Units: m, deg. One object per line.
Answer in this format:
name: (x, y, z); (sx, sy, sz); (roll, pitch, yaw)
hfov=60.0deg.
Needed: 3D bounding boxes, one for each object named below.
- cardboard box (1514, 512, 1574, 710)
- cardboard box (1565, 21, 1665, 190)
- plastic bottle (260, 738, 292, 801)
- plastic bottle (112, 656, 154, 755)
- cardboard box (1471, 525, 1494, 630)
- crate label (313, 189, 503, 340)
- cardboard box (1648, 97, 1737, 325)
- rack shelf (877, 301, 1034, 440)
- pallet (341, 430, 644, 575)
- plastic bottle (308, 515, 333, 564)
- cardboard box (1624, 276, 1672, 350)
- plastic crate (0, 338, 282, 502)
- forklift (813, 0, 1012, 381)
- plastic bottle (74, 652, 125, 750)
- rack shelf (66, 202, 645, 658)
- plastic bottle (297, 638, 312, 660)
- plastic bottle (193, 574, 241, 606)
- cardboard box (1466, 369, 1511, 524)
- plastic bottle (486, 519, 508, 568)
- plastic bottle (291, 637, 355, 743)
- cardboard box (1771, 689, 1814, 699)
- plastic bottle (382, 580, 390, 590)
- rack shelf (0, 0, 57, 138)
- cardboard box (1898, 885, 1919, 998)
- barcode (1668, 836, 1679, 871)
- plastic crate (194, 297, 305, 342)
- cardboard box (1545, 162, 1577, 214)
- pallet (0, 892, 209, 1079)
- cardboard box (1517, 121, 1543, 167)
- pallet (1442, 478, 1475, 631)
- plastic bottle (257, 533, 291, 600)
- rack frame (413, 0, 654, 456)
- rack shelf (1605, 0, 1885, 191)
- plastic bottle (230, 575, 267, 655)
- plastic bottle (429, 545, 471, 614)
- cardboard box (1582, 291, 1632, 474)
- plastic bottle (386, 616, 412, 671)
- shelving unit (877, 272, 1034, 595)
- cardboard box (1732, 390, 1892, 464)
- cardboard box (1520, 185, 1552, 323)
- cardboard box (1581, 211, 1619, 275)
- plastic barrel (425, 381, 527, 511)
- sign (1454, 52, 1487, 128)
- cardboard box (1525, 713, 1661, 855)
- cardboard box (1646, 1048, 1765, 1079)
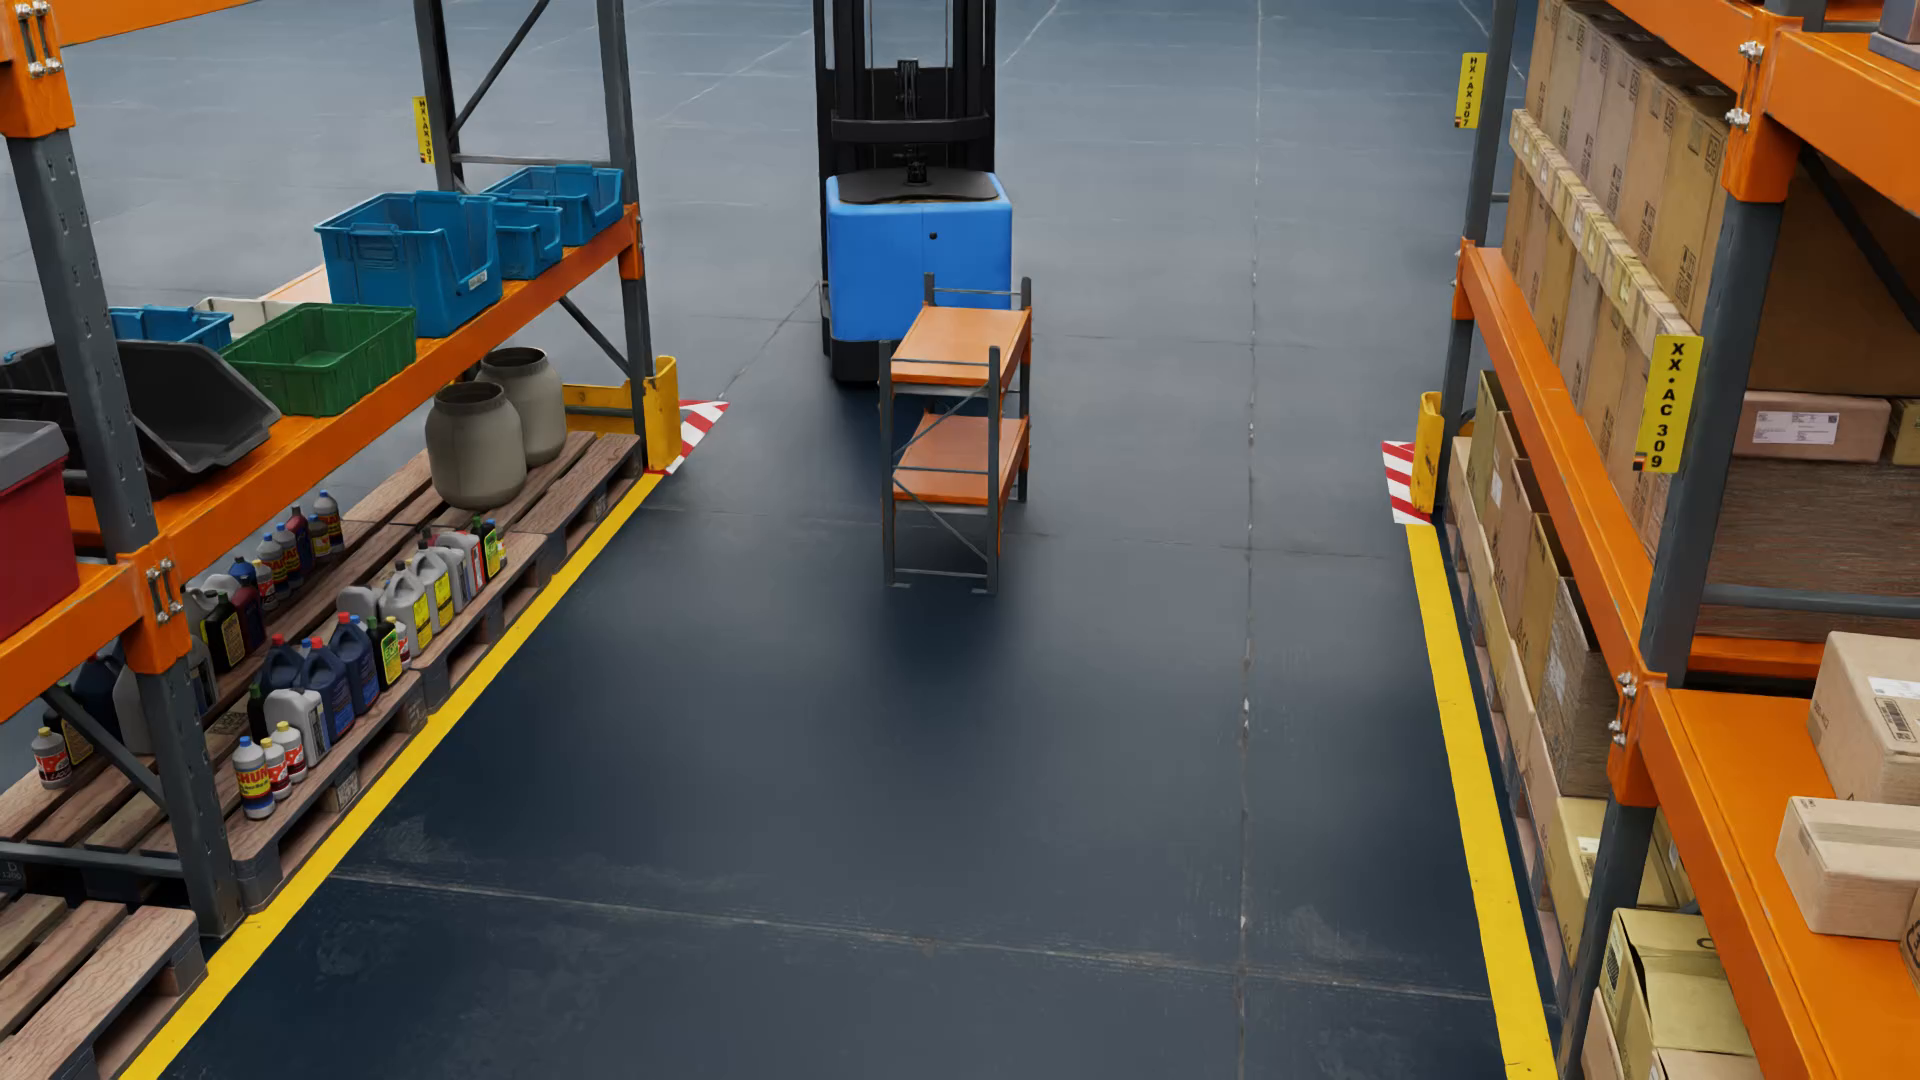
cardboard box: (2.174, 0.250, 5.542); (0.500, 0.500, 0.500); (4, 25, 9)
cardboard box: (2.536, -1.497, 5.762); (0.700, 0.500, 0.500); (4, 25, 9)
plastic bottle: (-2.243, 0.739, 5.415); (0.097, 0.201, 0.097); (0, 25, 0)
plastic bottle: (-2.781, 0.537, 5.670); (0.144, 0.351, 0.185); (4, 25, 9)
cardboard box: (2.329, 0.170, 6.596); (0.500, 0.250, 0.500); (4, 25, 9)
crate label: (-2.124, -1.084, 6.487); (0.502, 0.435, 0.616); (4, 25, 9)
cardboard box: (2.290, -0.870, 4.421); (0.700, 0.500, 0.500); (4, 25, 8)
rack shelf: (-0.001, -0.772, 7.381); (0.538, 0.278, 1.000); (4, 25, 9)
pallet: (-2.194, -0.220, 7.970); (1.003, 0.211, 1.213); (4, 25, 9)
plastic bottle: (-2.711, -0.009, 7.012); (0.097, 0.201, 0.097); (0, 25, 0)
cardboard box: (2.100, -0.630, 4.674); (0.380, 0.149, 0.250); (4, 25, 8)
plastic crate: (-2.533, -0.366, 5.067); (0.767, 0.338, 0.504); (4, 25, 9)
forklift: (-0.356, -2.827, 10.332); (1.130, 2.935, 3.031); (-2, 25, -5)
plastic bottle: (-2.923, 0.527, 5.691); (0.144, 0.351, 0.185); (3, 25, 7)
rack shelf: (-2.417, -0.695, 6.544); (1.077, 0.370, 4.000); (4, 25, 9)
plastic bottle: (-2.298, 0.475, 5.897); (0.097, 0.271, 0.097); (0, 25, 0)
plastic bottle: (-2.808, 0.278, 6.312); (0.152, 0.276, 0.135); (4, 25, 9)
cardboard box: (2.409, -0.379, 6.884); (0.500, 0.500, 0.500); (4, 25, 9)
plastic bottle: (-1.958, 0.010, 6.973); (0.097, 0.201, 0.097); (0, 25, 0)
plastic bottle: (-2.203, 0.508, 5.733); (0.144, 0.351, 0.185); (5, 25, 10)
cardboard box: (2.527, 0.704, 4.571); (0.500, 0.500, 0.500); (4, 25, 9)
plastic bottle: (-2.198, 0.251, 6.458); (0.097, 0.201, 0.097); (0, 25, 0)
rack shelf: (-3.071, -0.380, 2.334); (1.077, 0.370, 4.000); (4, 25, 9)
cardboard box: (1.914, 0.656, 2.693); (0.500, 0.500, 0.500); (6, 26, 12)
barcode: (1.690, 0.737, 3.935); (0.001, 0.075, 0.075); (4, 25, 9)
plastic crate: (-2.729, -0.761, 6.149); (0.530, 0.136, 0.437); (4, 25, 9)
cardboard box: (2.352, -1.270, 6.042); (0.380, 0.149, 0.250); (3, 25, 7)
pallet: (-2.834, 1.410, 4.488); (1.003, 0.211, 1.213); (4, 25, 9)
cardboard box: (2.479, -1.591, 6.729); (0.380, 0.149, 0.250); (3, 25, 7)
pallet: (2.712, 0.073, 7.344); (1.003, 0.211, 1.213); (4, 25, 9)
plastic bottle: (-2.766, 0.101, 6.694); (0.097, 0.271, 0.097); (0, 25, 0)
rack frame: (-2.090, -1.857, 8.179); (1.000, 3.000, 0.127); (4, 25, 9)
rack shelf: (2.469, -1.708, 5.172); (1.077, 0.370, 4.000); (4, 25, 9)
plastic bottle: (-2.703, 0.282, 6.295); (0.061, 0.283, 0.133); (4, 25, 9)
plastic bottle: (-2.049, 0.137, 6.612); (0.152, 0.276, 0.135); (3, 25, 7)
cardboard box: (2.374, -0.501, 5.164); (0.700, 0.500, 0.500); (4, 25, 9)
plastic bottle: (-2.102, 0.380, 6.183); (0.097, 0.201, 0.097); (0, 25, 0)
shelving unit: (-0.001, -0.507, 7.505); (0.538, 1.125, 1.048); (4, 25, 9)
cardboard box: (1.975, -0.307, 3.984); (0.380, 0.149, 0.250); (4, 25, 8)
cardboard box: (2.626, -1.143, 6.536); (0.700, 0.500, 0.500); (5, 25, 10)
cardboard box: (2.225, -0.949, 5.356); (0.380, 0.149, 0.250); (5, 26, 10)
plastic barrel: (-2.204, -0.430, 7.570); (0.421, 0.512, 0.421); (0, 25, 0)
sign: (2.249, -1.981, 7.329); (0.100, 0.325, 0.005); (4, 25, 9)
cardboard box: (2.094, 0.798, 5.254); (0.500, 0.250, 0.500); (4, 25, 9)
cardboard box: (1.742, 1.327, 3.464); (0.500, 0.311, 0.500); (4, 25, 8)
